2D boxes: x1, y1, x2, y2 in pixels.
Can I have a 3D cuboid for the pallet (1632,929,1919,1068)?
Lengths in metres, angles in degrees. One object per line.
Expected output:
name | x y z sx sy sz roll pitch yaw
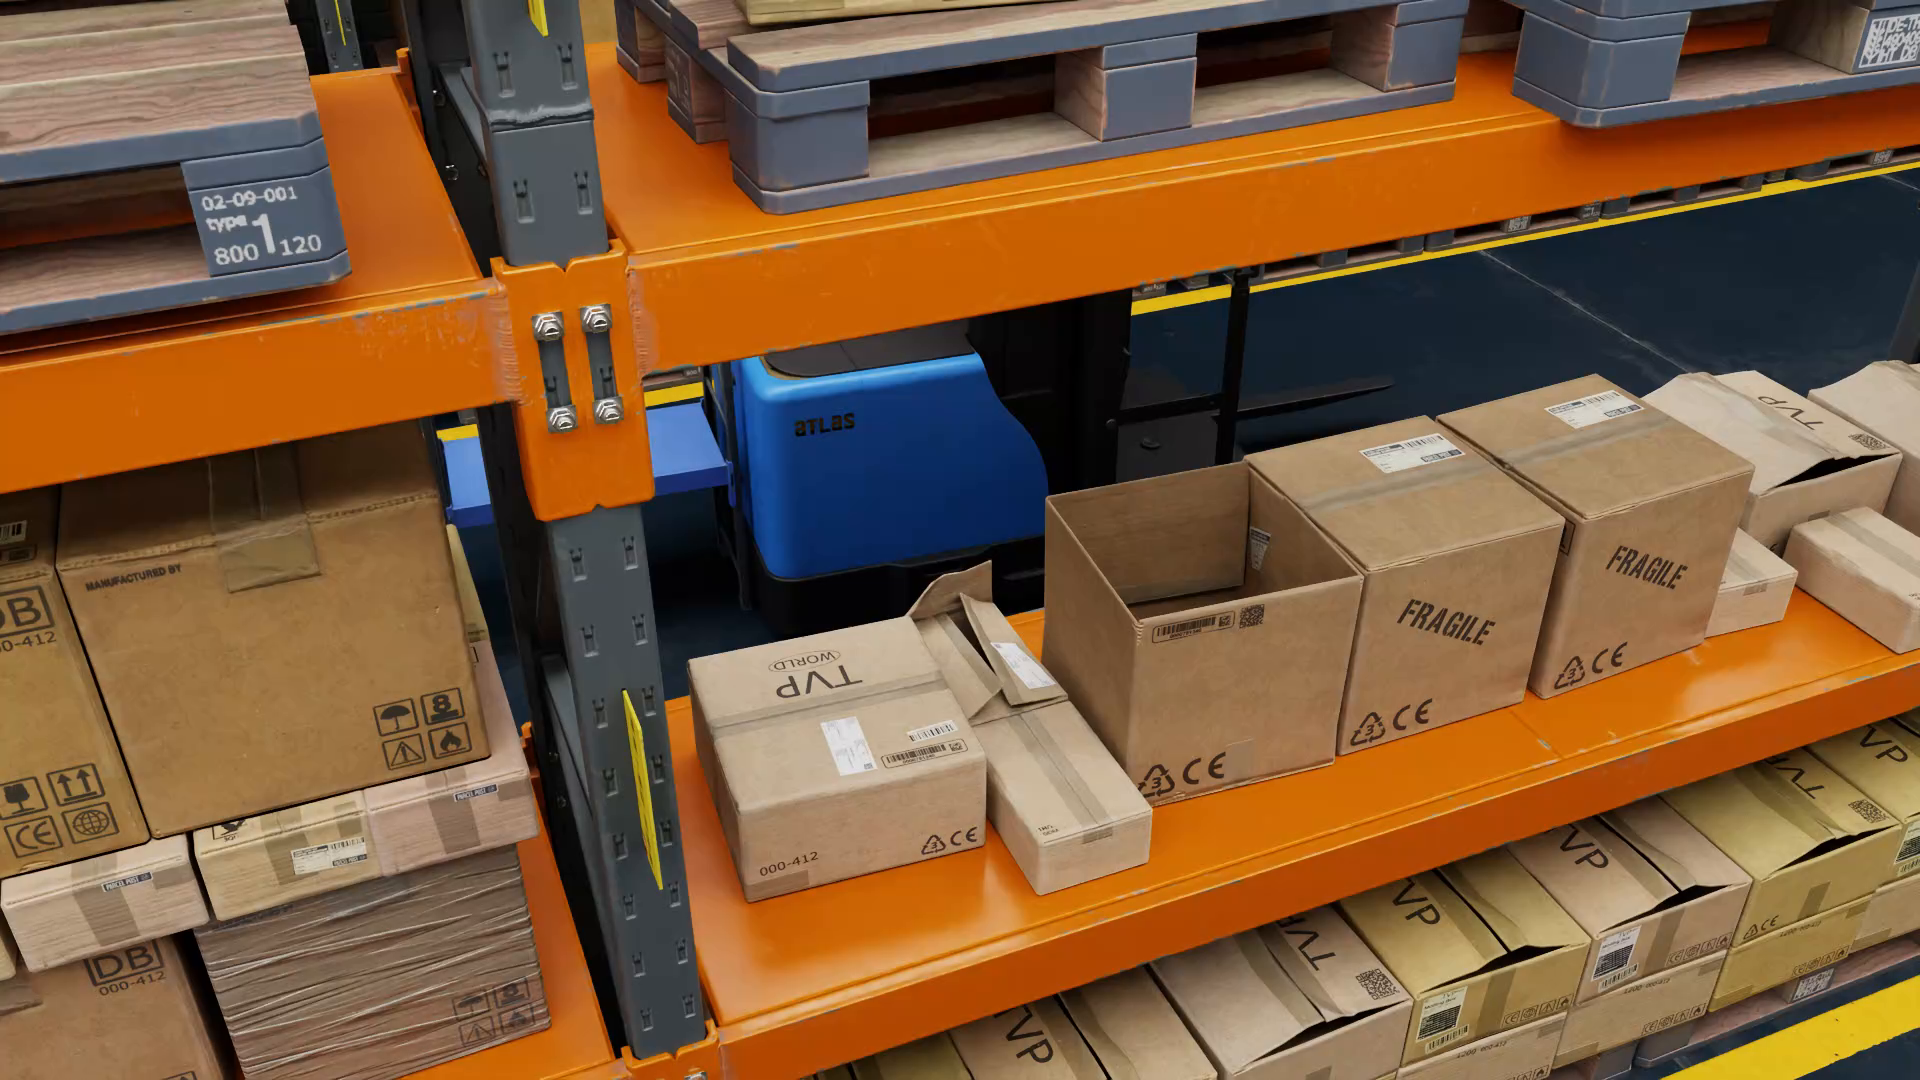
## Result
pallet | 2.213 0.981 5.049 1.213 0.211 1.003 -13 35 -19

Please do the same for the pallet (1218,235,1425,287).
pallet | 1.823 -1.792 9.310 1.213 0.211 1.003 -13 35 -19

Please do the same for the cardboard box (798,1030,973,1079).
cardboard box | -0.223 1.282 3.651 0.500 0.311 0.500 -13 35 -19

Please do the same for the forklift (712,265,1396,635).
forklift | 0.597 -1.337 6.117 3.031 2.935 1.130 -10 34 -15

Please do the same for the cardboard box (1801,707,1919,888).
cardboard box | 2.600 0.634 4.647 0.500 0.311 0.500 -12 35 -18

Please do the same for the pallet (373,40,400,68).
pallet | -1.861 -1.995 7.242 1.213 0.211 1.003 -13 35 -19

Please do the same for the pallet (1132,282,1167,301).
pallet | 0.345 -1.499 8.860 1.213 0.211 1.003 -13 35 -19

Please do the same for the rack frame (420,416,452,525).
rack frame | -1.852 -0.312 5.854 0.032 1.500 0.500 -10 34 -15

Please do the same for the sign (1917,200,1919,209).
sign | 2.769 -1.065 4.647 0.005 0.325 0.100 -13 35 -19

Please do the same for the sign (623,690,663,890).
sign | -0.484 0.385 2.541 0.005 0.325 0.100 -13 35 -19

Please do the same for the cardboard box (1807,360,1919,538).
cardboard box | 2.635 -0.250 4.465 0.500 0.311 0.500 -11 35 -16

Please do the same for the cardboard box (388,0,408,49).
cardboard box | -2.139 -2.304 7.046 0.500 0.500 0.700 -13 35 -19

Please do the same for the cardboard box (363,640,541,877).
cardboard box | -0.868 0.354 2.769 0.250 0.149 0.380 -13 35 -19

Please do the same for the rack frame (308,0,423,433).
rack frame | -2.622 -1.988 7.054 0.127 3.000 1.000 -13 35 -19

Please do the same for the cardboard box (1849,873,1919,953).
cardboard box | 2.597 0.868 4.801 0.500 0.250 0.500 -12 35 -18

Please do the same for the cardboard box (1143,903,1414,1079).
cardboard box | 0.717 1.069 3.978 0.500 0.311 0.500 -14 36 -20

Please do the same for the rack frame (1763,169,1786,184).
rack frame | 4.755 -3.677 9.650 0.127 3.000 1.000 -13 35 -19

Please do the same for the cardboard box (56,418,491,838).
cardboard box | -1.107 0.014 2.697 0.500 0.500 0.700 -13 35 -19

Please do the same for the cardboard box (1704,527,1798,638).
cardboard box | 1.834 0.061 4.136 0.250 0.149 0.380 -10 34 -15

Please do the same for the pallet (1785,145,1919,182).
pallet | 5.486 -2.629 10.597 1.213 0.211 1.003 -13 35 -19

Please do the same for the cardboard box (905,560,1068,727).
cardboard box | 0.039 0.281 3.691 0.258 0.266 0.396 -14 35 -20

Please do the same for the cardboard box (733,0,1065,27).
cardboard box | -0.129 -0.993 2.528 0.500 0.250 0.500 -9 34 -14

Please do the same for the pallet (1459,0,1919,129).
pallet | 1.367 -1.094 3.104 1.213 0.211 1.003 -11 35 -17

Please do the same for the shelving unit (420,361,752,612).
shelving unit | -1.370 -0.399 5.988 1.048 1.500 0.538 -10 34 -15

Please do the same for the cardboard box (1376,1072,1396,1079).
cardboard box | 0.716 1.300 4.137 0.500 0.250 0.500 -14 36 -20

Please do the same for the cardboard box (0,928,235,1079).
cardboard box | -1.591 0.672 2.875 0.500 0.500 0.700 -13 35 -19

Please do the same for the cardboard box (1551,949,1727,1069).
cardboard box | 1.658 1.084 4.470 0.500 0.250 0.500 -12 35 -18

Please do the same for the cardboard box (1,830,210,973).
cardboard box | -1.338 0.462 2.604 0.250 0.149 0.380 -14 36 -20

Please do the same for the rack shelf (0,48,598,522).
rack shelf | -2.545 -0.031 1.956 4.000 0.370 1.077 -13 35 -19

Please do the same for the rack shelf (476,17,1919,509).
rack shelf | 1.144 -0.875 3.254 4.000 0.370 1.077 -13 35 -19

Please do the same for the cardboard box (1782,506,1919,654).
cardboard box | 2.265 0.092 4.088 0.250 0.149 0.380 -13 35 -19

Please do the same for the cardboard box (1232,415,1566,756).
cardboard box | 0.961 0.090 3.770 0.500 0.500 0.500 -13 35 -19

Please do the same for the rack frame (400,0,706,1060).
rack frame | -0.701 0.503 3.227 0.127 3.000 1.000 -13 35 -19

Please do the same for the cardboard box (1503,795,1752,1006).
cardboard box | 1.657 0.852 4.312 0.500 0.311 0.500 -13 35 -19
